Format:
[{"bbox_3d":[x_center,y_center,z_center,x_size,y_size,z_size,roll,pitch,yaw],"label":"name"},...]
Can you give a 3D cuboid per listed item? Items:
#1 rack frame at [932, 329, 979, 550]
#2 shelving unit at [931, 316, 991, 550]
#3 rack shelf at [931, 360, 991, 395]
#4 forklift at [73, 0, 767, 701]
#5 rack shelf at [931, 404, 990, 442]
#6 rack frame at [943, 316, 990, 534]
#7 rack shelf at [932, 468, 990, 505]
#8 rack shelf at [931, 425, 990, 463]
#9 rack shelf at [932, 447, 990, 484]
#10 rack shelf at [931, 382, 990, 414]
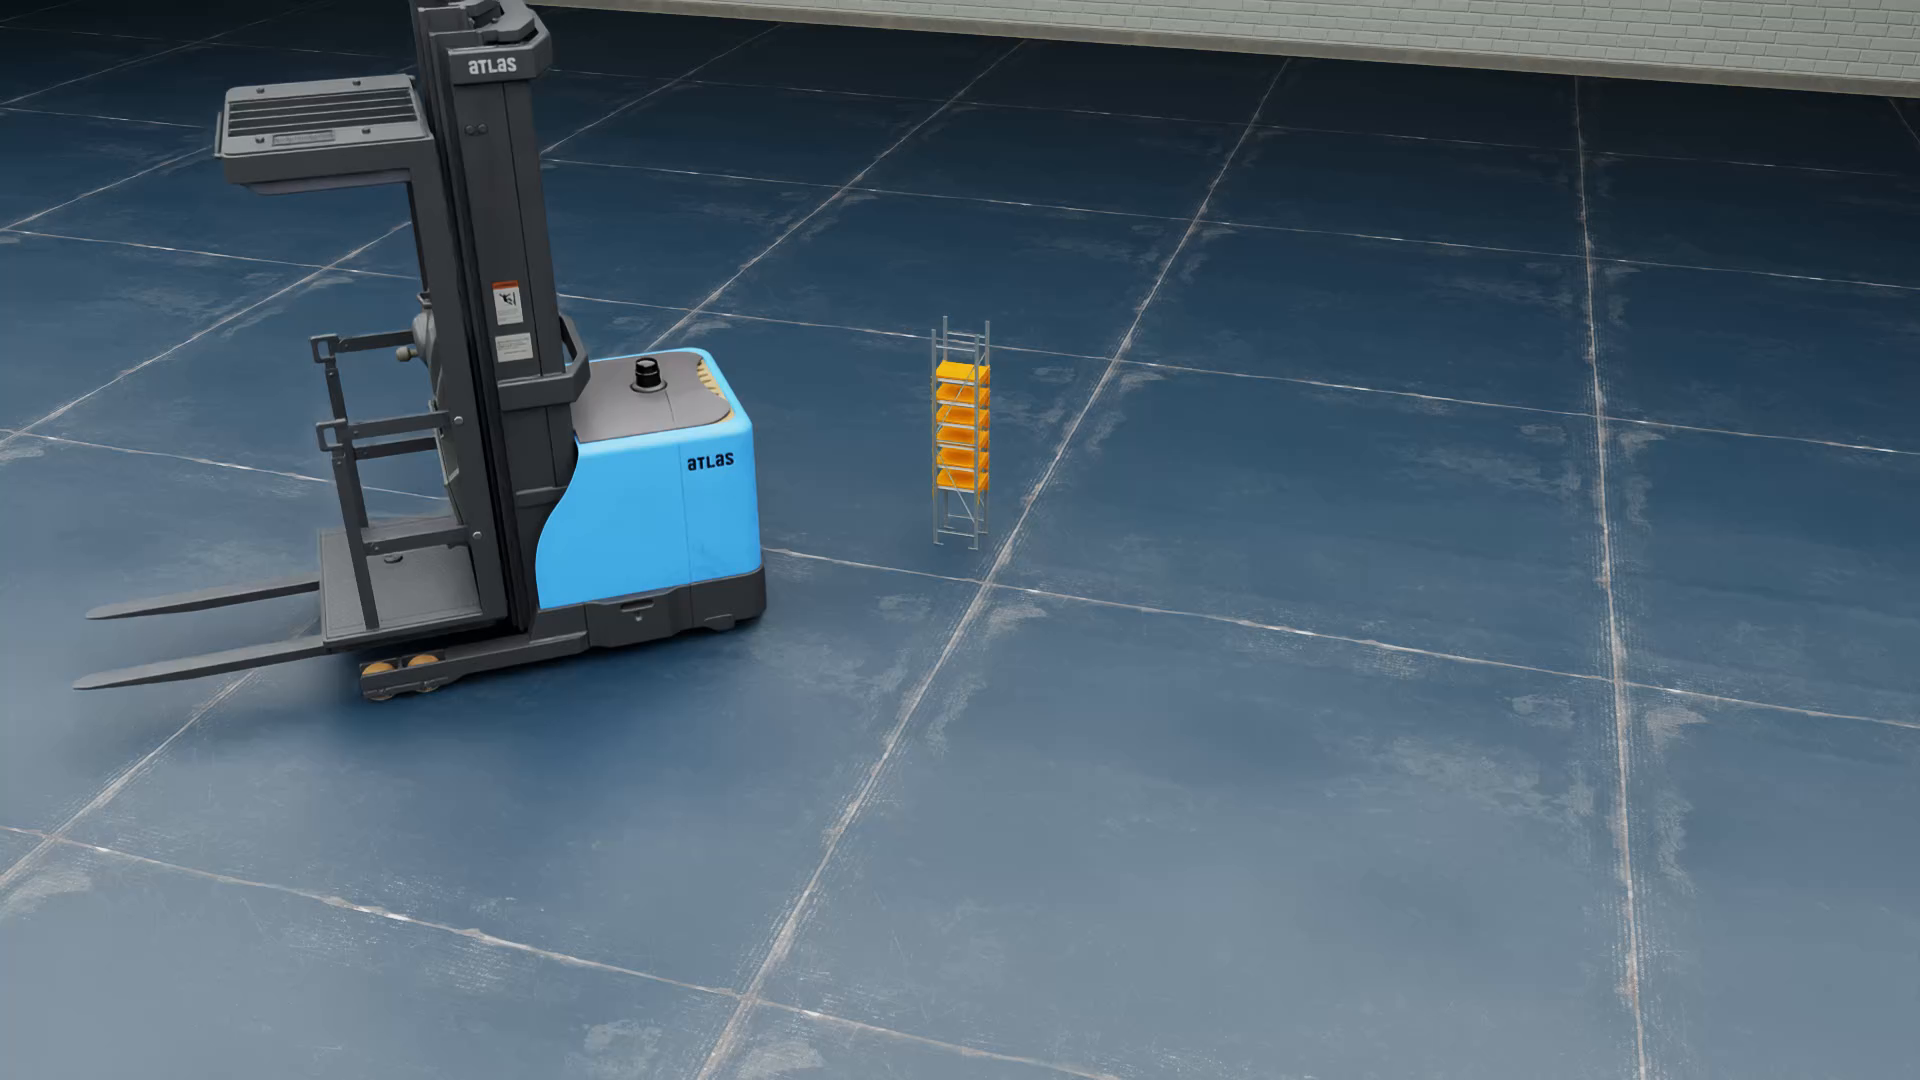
[{"bbox_3d":[-0.023,-0.489,8.394,0.240,1.200,0.006,8,30,15],"label":"rack frame"},{"bbox_3d":[0.004,-0.531,8.470,0.258,1.200,0.189,8,30,15],"label":"shelving unit"},{"bbox_3d":[0.004,-0.807,8.317,0.258,0.103,0.180,8,30,15],"label":"rack shelf"},{"bbox_3d":[-2.504,-0.852,7.266,3.031,2.935,1.130,-10,31,-17],"label":"forklift"},{"bbox_3d":[0.004,-0.597,8.434,0.258,0.103,0.180,8,30,15],"label":"rack shelf"},{"bbox_3d":[0.031,-0.574,8.547,0.240,1.200,0.006,8,30,15],"label":"rack frame"},{"bbox_3d":[0.004,-0.282,8.609,0.258,0.103,0.180,8,30,15],"label":"rack shelf"},{"bbox_3d":[0.004,-0.492,8.492,0.258,0.103,0.180,8,30,15],"label":"rack shelf"},{"bbox_3d":[0.004,-0.387,8.550,0.258,0.103,0.180,8,30,15],"label":"rack shelf"},{"bbox_3d":[0.004,-0.702,8.375,0.258,0.103,0.180,8,30,15],"label":"rack shelf"}]
